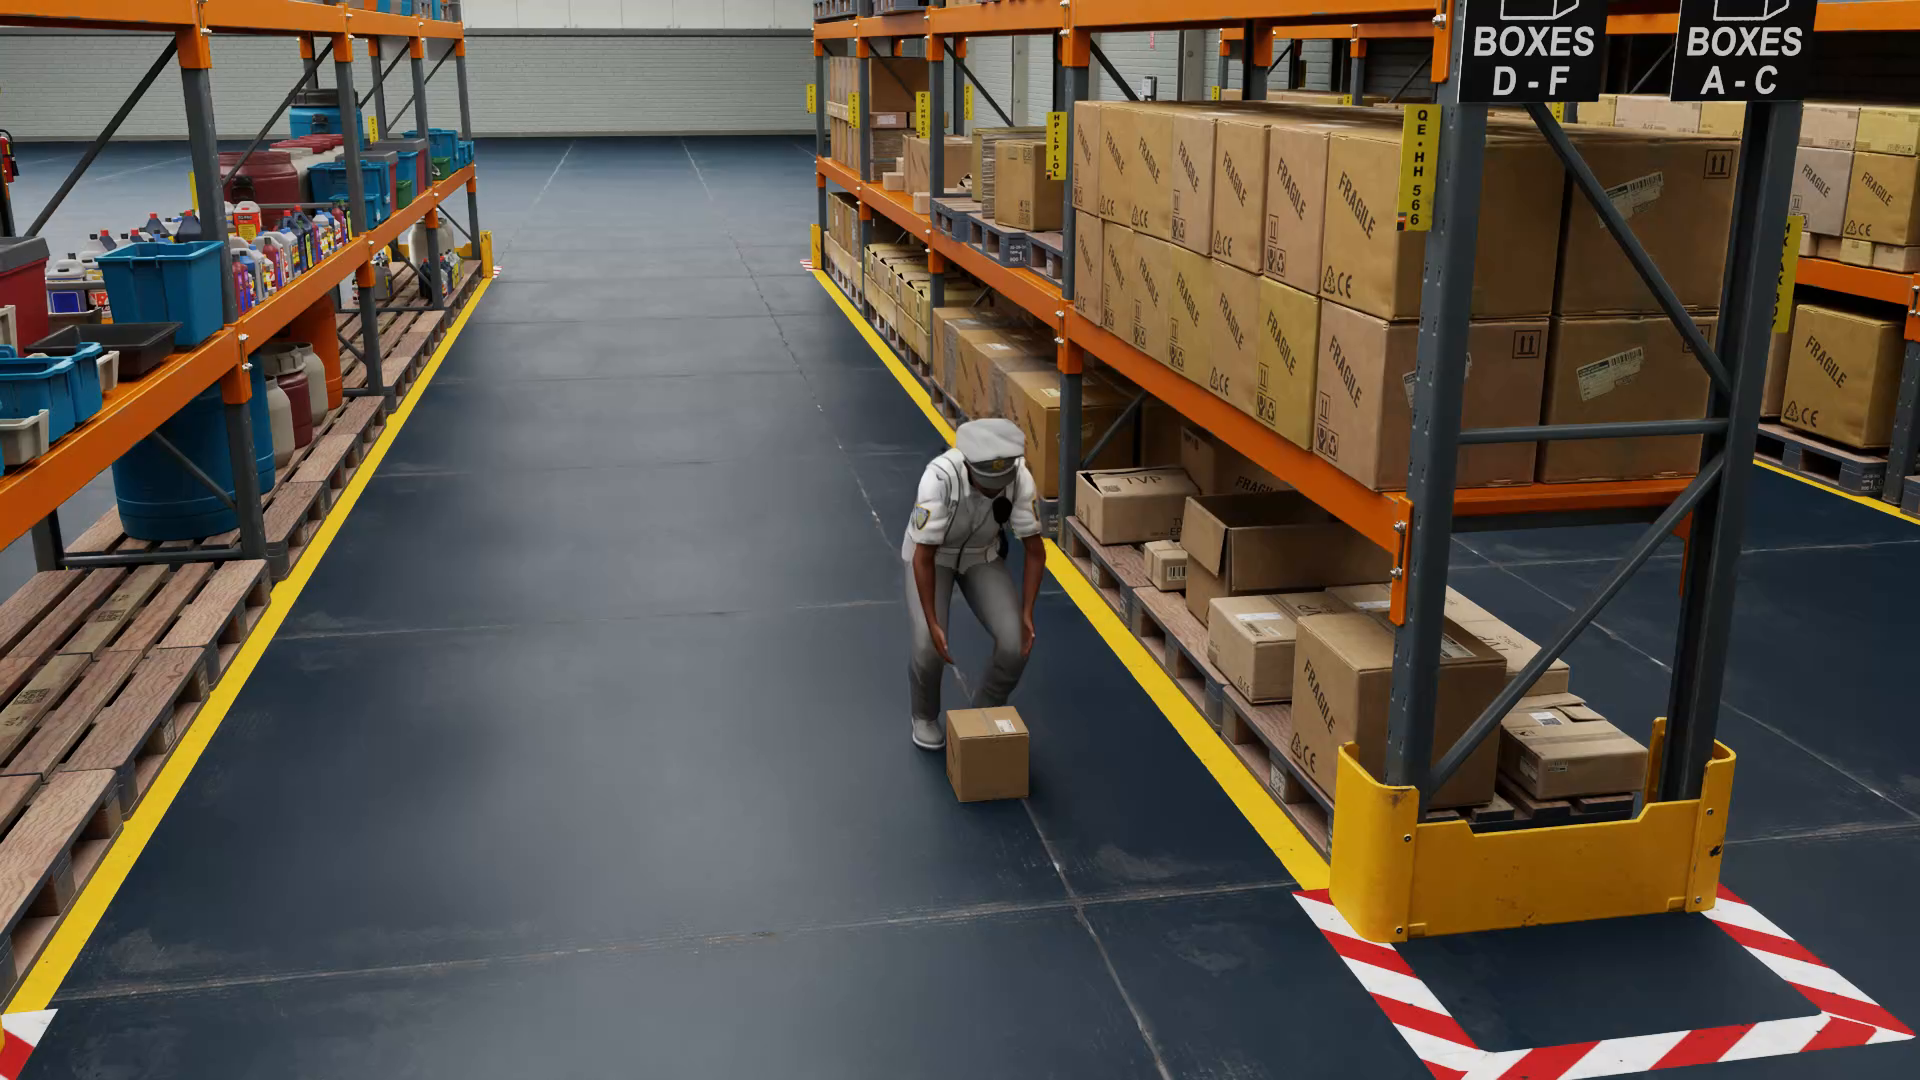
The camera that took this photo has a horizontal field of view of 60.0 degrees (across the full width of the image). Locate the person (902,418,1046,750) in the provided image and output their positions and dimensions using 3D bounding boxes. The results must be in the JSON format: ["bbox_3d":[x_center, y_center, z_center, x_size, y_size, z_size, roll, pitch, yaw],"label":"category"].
[{"bbox_3d":[0.052,0.153,6.171,0.499,1.303,0.756,-3,17,-10],"label":"person"}]
